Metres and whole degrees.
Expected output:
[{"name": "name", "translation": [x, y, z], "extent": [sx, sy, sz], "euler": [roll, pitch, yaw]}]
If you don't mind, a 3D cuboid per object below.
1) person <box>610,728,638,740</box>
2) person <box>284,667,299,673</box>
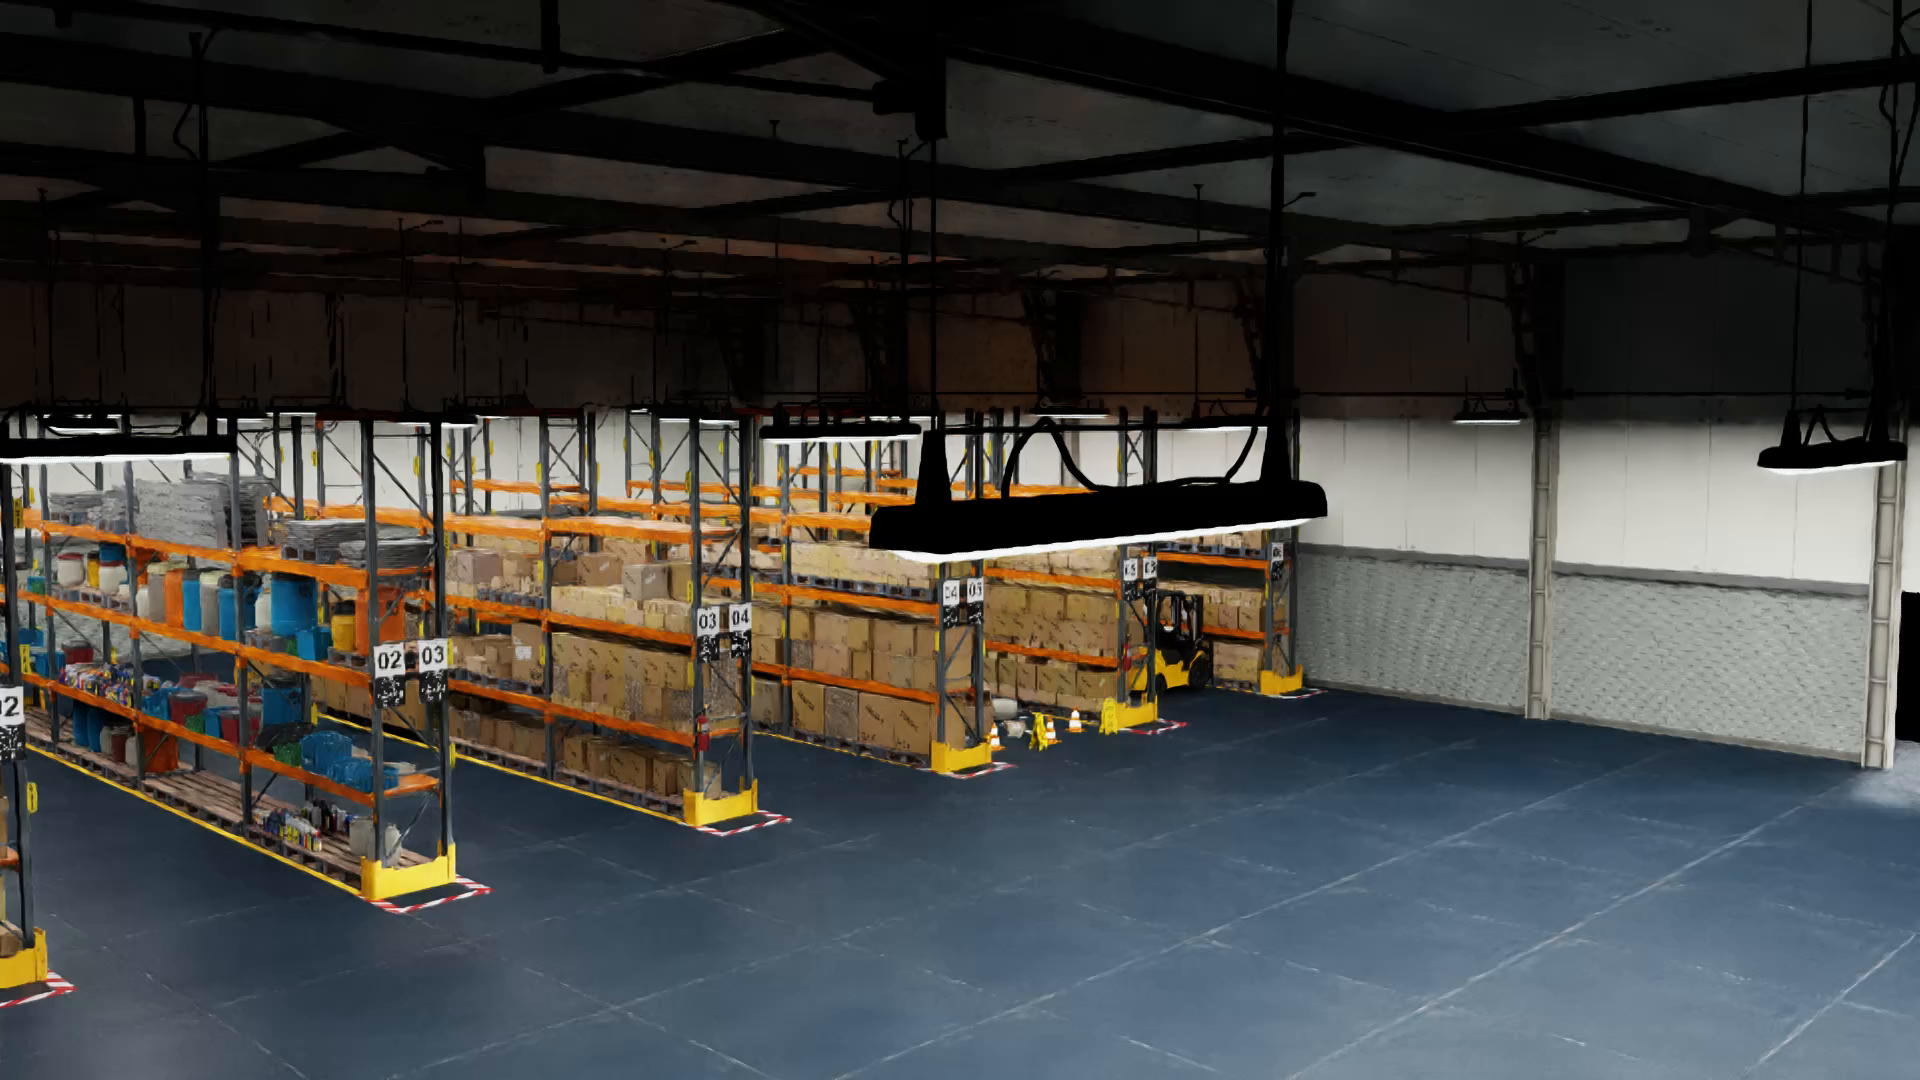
[{"name": "person", "translation": [-6.048, 2.825, 30.220], "extent": [0.535, 1.676, 0.682], "euler": [5, 7, 43]}, {"name": "person", "translation": [-11.932, 2.896, 29.657], "extent": [0.448, 1.590, 1.106], "euler": [-5, 7, -44]}]
